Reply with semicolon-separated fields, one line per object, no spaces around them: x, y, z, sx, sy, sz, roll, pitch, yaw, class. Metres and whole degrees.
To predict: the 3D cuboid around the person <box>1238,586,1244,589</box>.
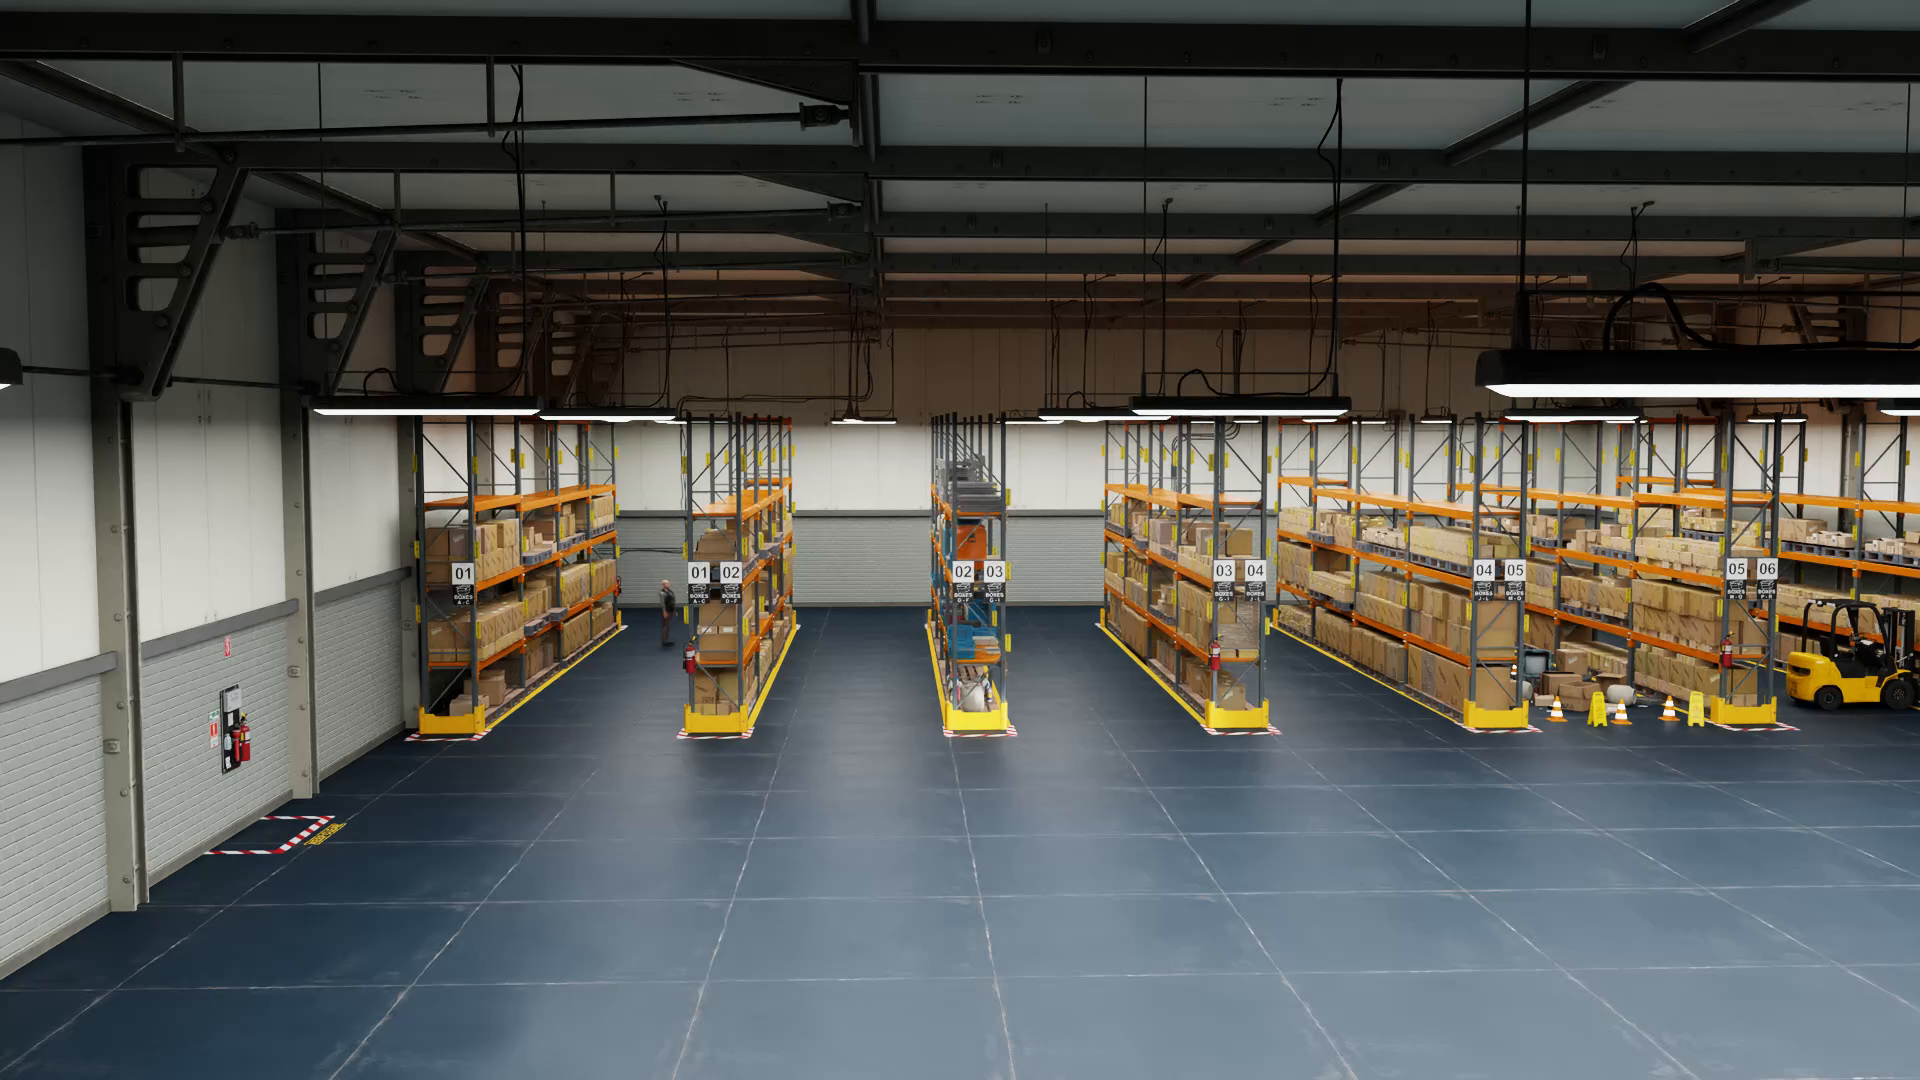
7.917;1.651;47.765;0.505;1.587;1.081;2;4;27;person

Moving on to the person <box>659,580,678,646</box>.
-7.636;1.923;43.530;0.417;1.753;0.559;0;4;4;person
